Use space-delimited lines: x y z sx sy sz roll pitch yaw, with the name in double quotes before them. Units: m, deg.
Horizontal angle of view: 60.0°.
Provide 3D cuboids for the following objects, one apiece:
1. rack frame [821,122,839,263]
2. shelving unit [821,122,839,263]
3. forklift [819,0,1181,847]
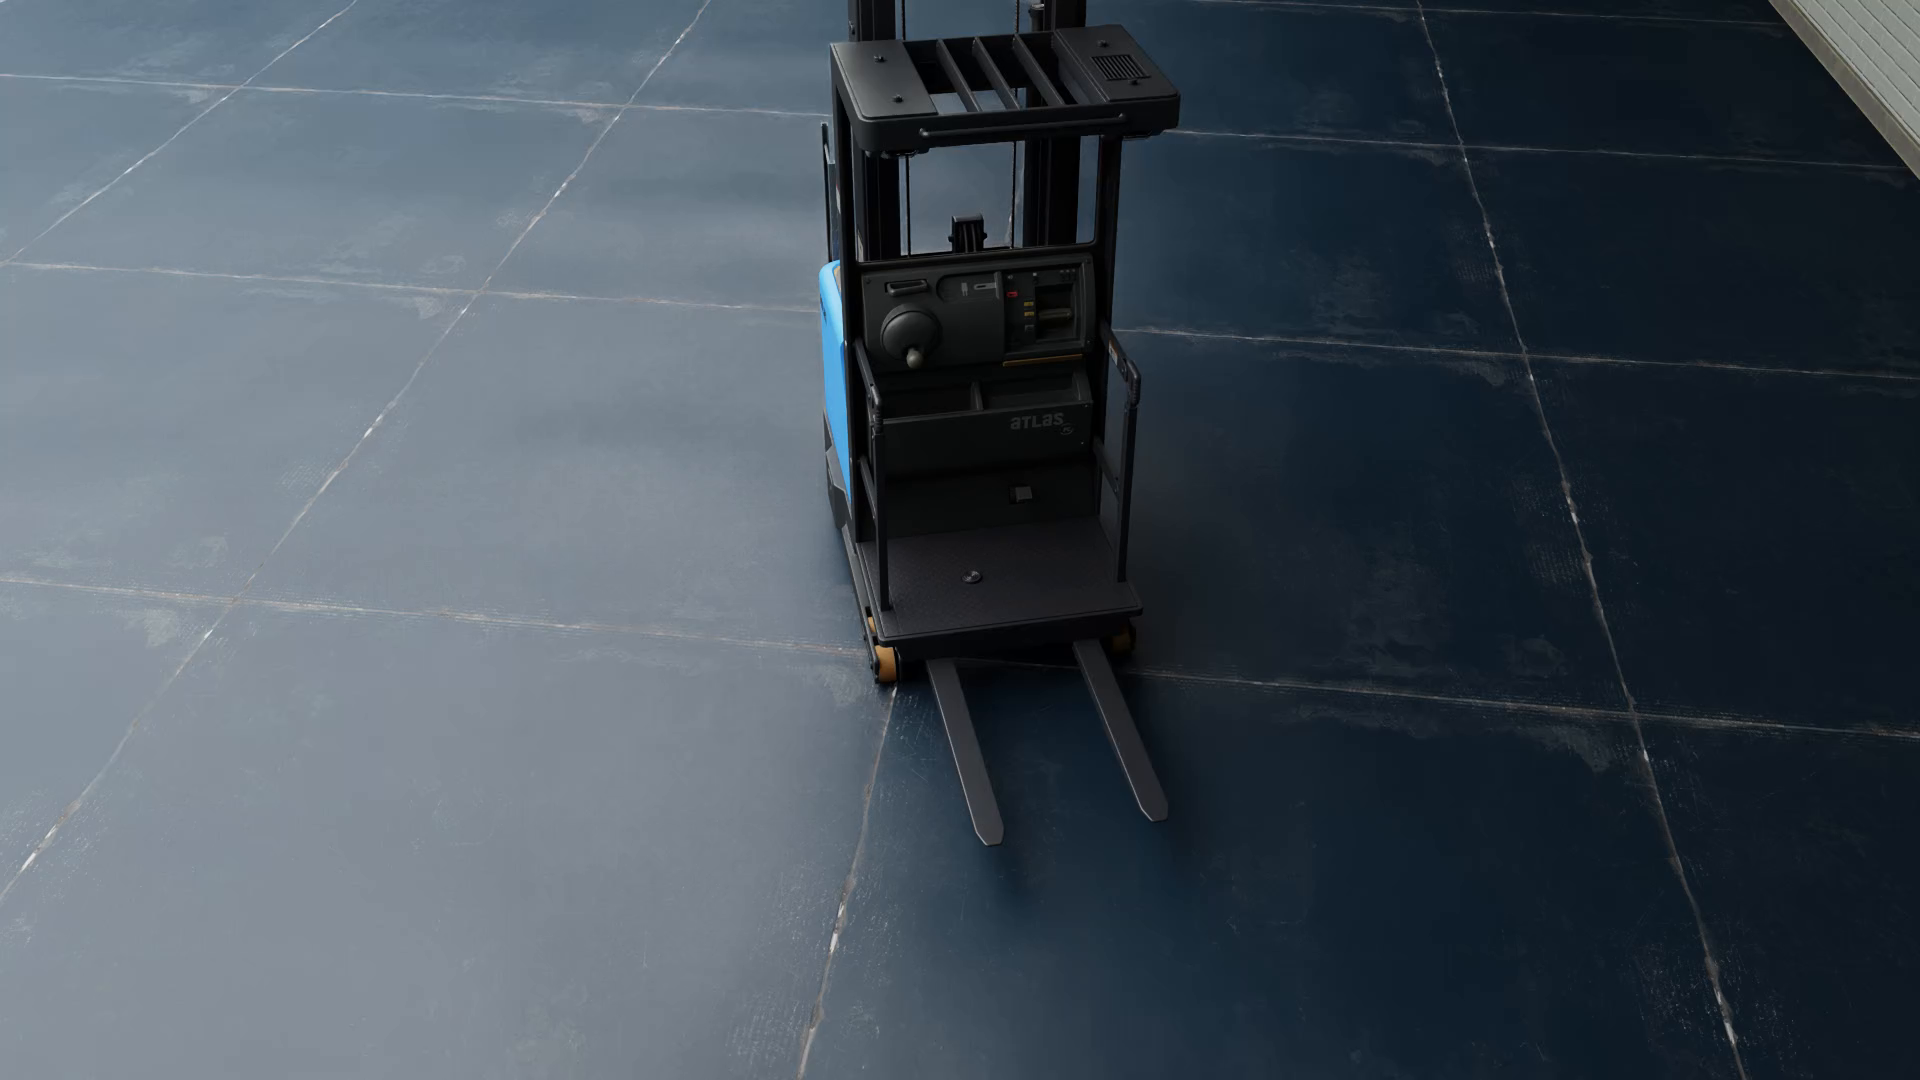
"rack frame" -0.618 -1.247 8.206 0.032 1.500 0.500 -4 36 -6
"shelving unit" -0.123 -1.285 8.260 1.083 1.500 0.587 -4 36 -6
"forklift" 0.123 -0.834 6.395 1.130 2.935 3.031 -7 36 -9
